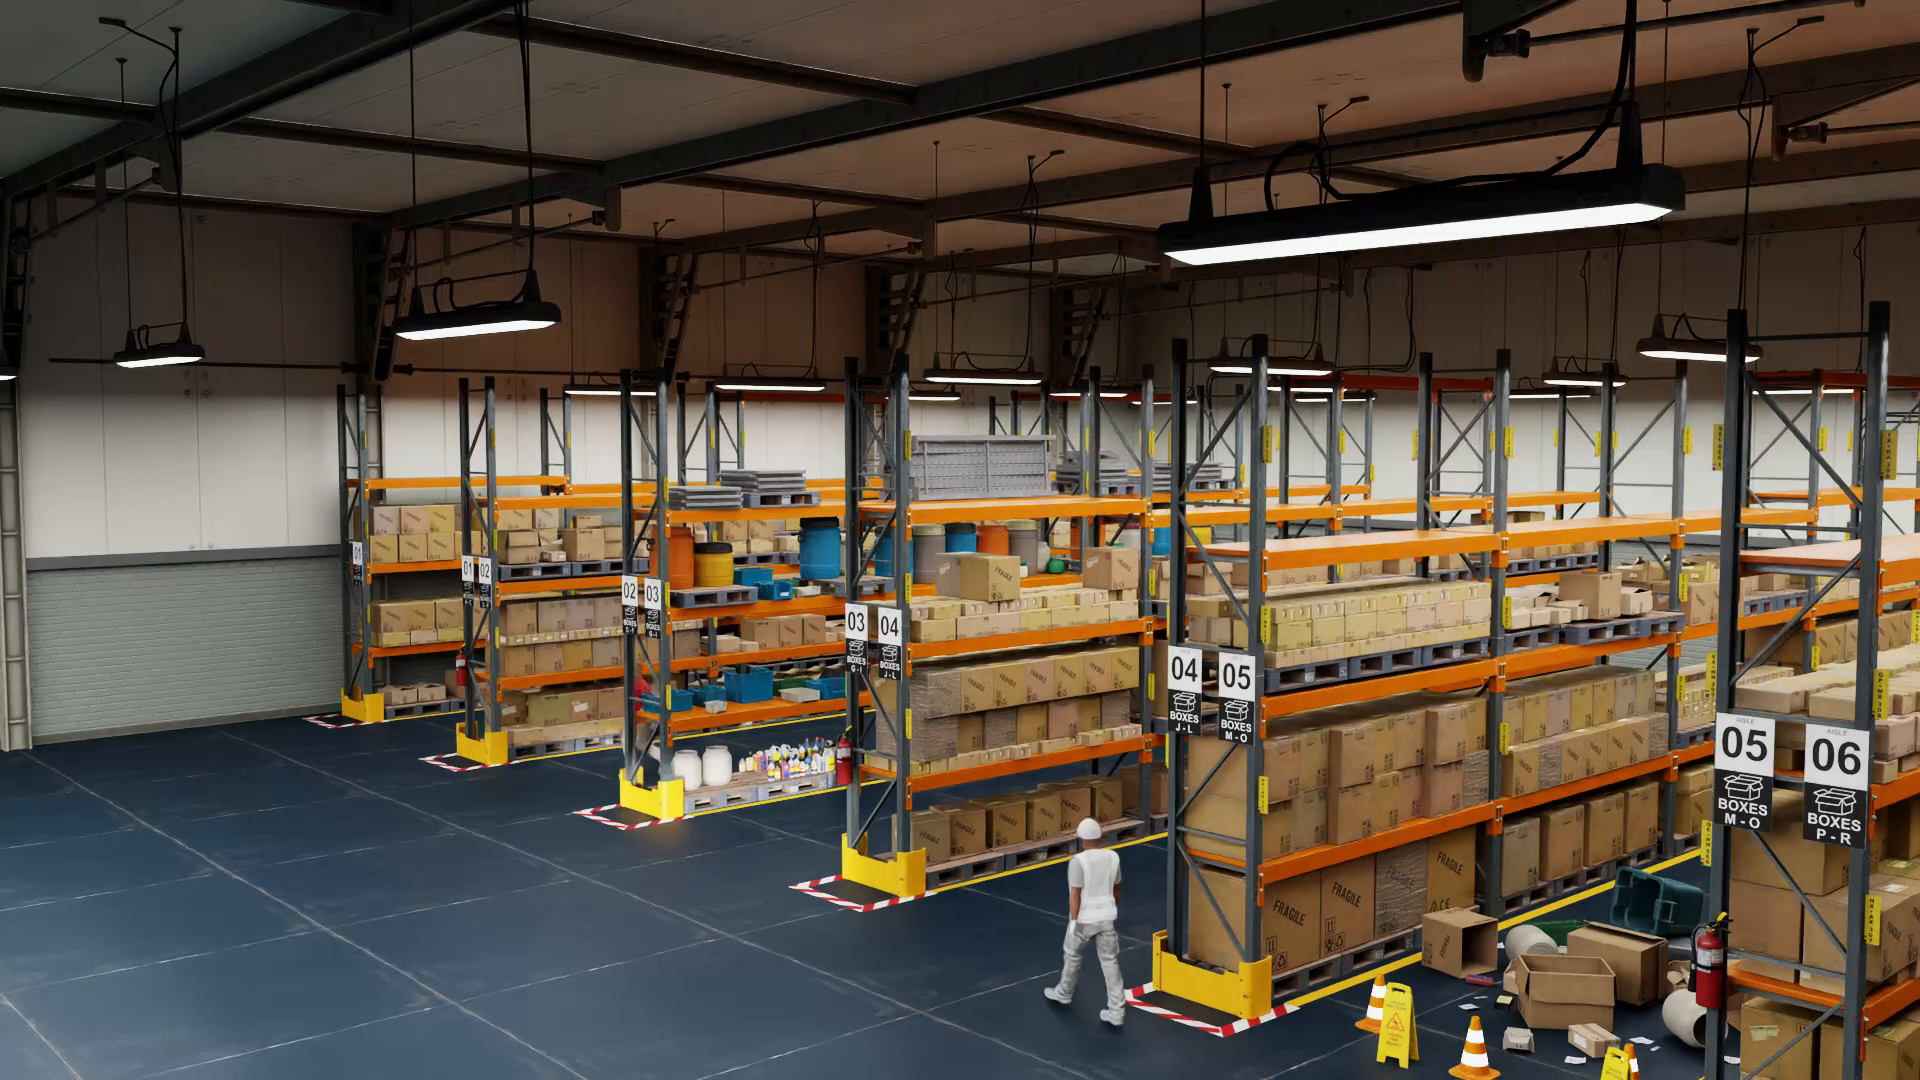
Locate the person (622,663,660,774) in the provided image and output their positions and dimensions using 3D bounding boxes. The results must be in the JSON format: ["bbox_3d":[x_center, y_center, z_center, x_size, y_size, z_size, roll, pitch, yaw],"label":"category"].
[{"bbox_3d":[-4.777,2.677,24.890,0.769,1.684,0.614,-3,5,-38],"label":"person"}]

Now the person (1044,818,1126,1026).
[{"bbox_3d":[1.139,3.309,14.691,0.609,1.717,1.010,-2,4,-26],"label":"person"}]
